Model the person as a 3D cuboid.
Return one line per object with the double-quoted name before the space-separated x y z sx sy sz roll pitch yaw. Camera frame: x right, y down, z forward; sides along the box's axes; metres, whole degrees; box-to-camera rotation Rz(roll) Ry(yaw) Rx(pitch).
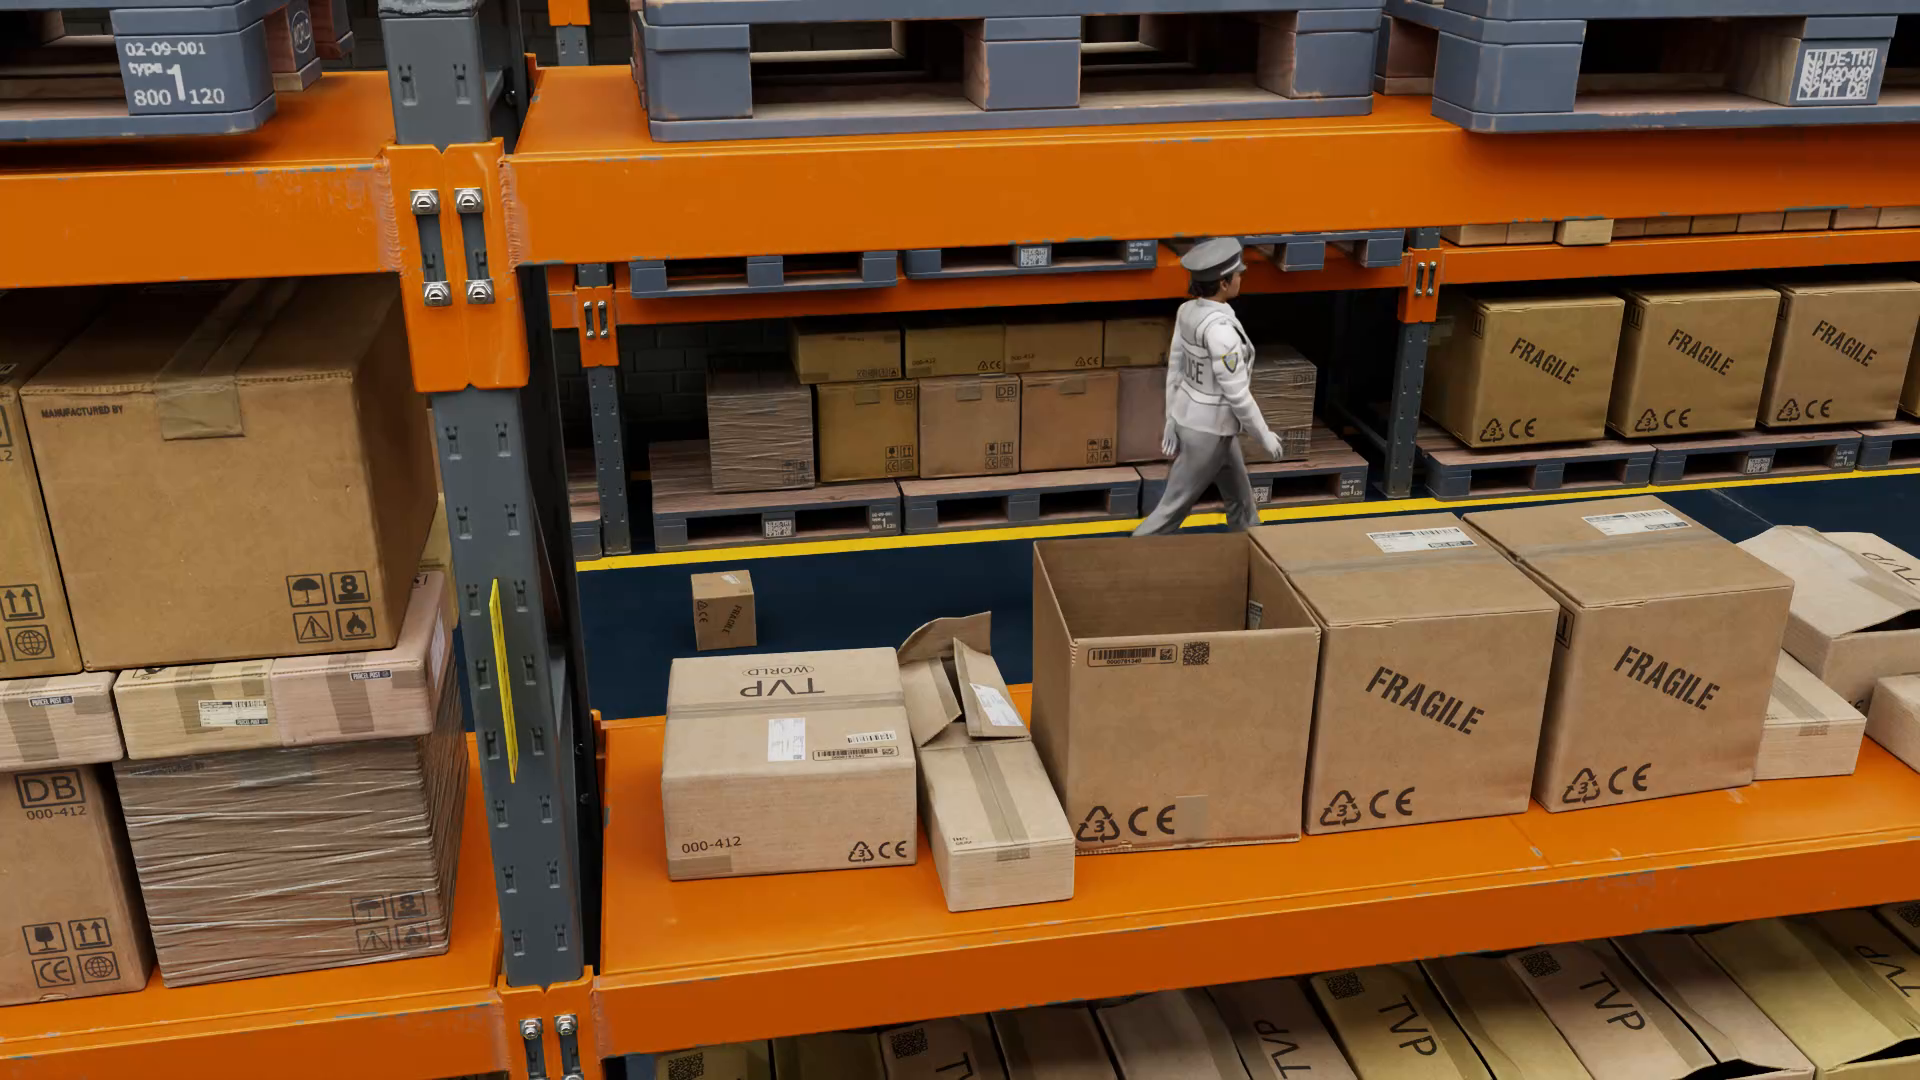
"person" 1.137 -0.502 7.180 1.009 1.624 0.498 -3 24 -7
